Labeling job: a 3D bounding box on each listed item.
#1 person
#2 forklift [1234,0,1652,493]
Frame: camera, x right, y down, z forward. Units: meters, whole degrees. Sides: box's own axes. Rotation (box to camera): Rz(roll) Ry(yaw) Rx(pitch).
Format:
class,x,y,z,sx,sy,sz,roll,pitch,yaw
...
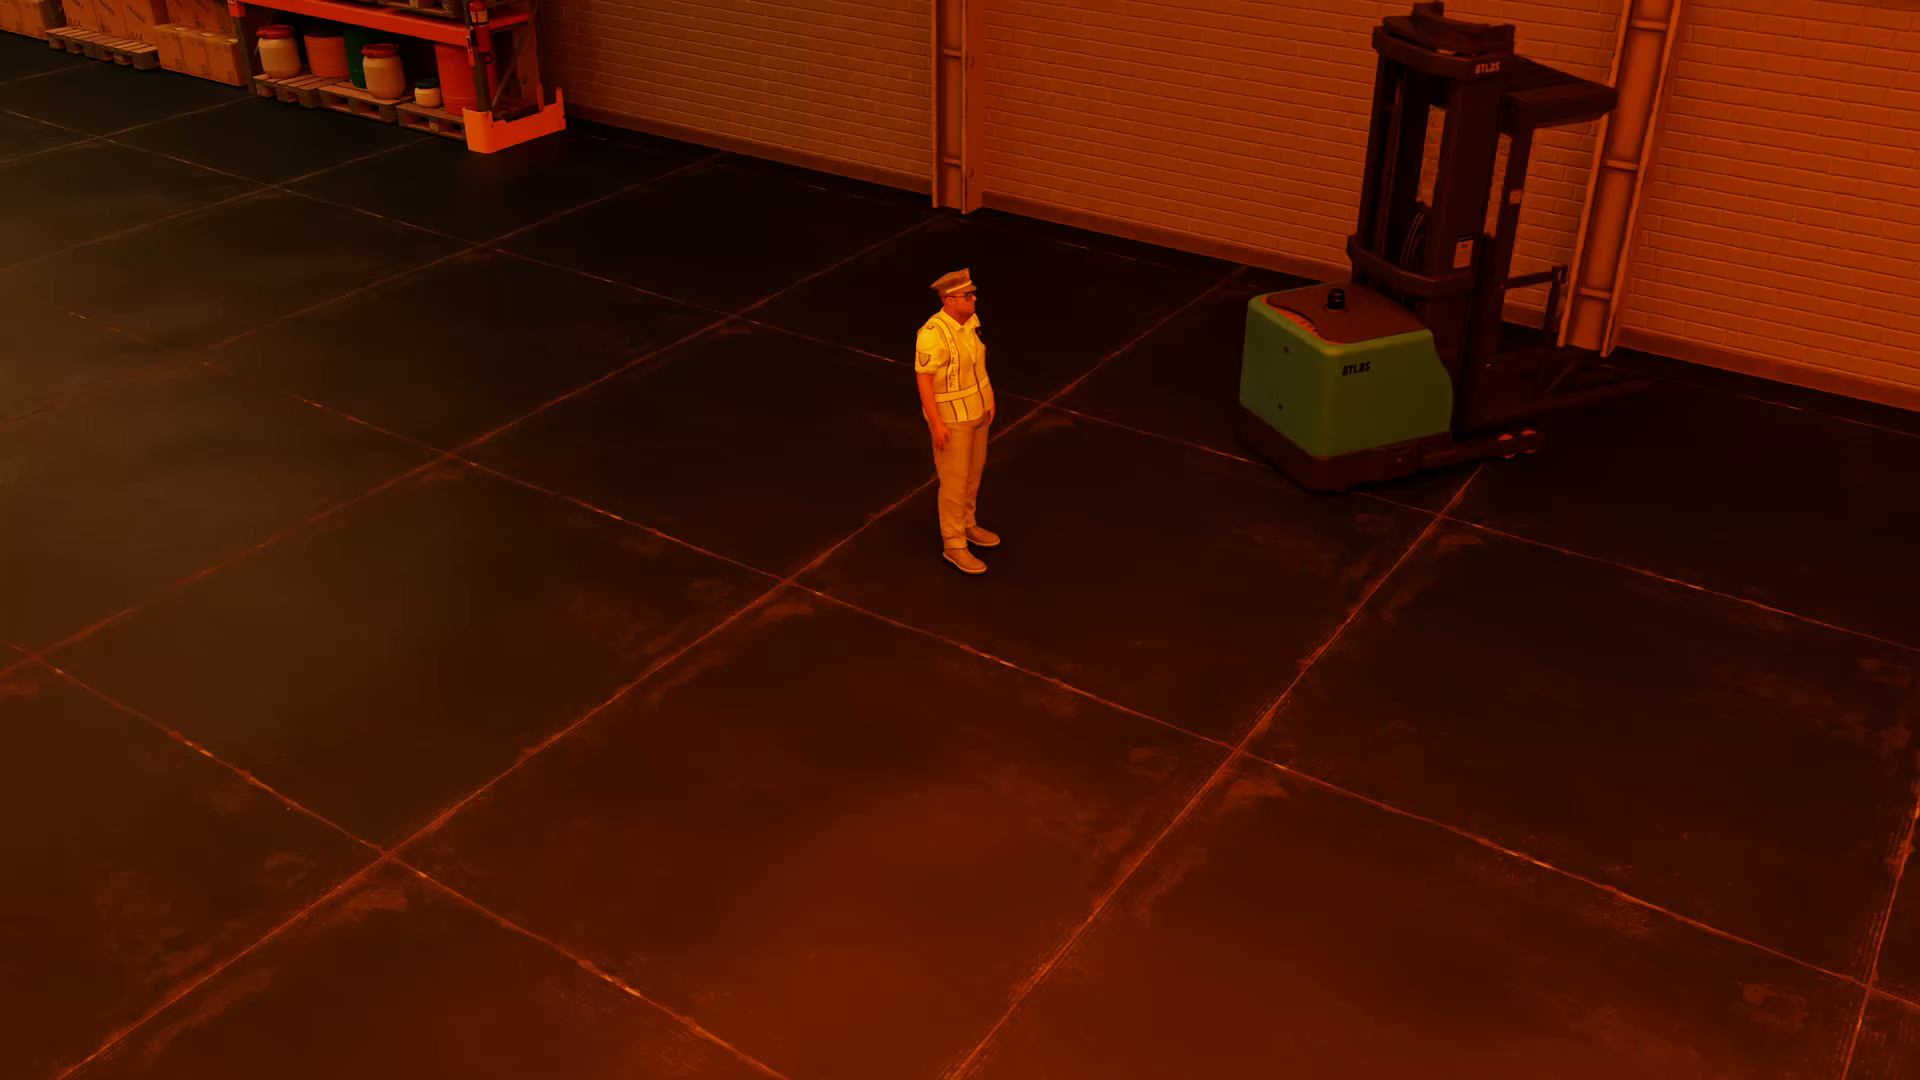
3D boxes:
class,x,y,z,sx,sy,sz,roll,pitch,yaw
person,0.059,-0.751,10.003,0.574,1.781,0.641,19,35,29
forklift,3.483,-2.056,11.122,3.031,2.935,1.130,-12,32,-20
